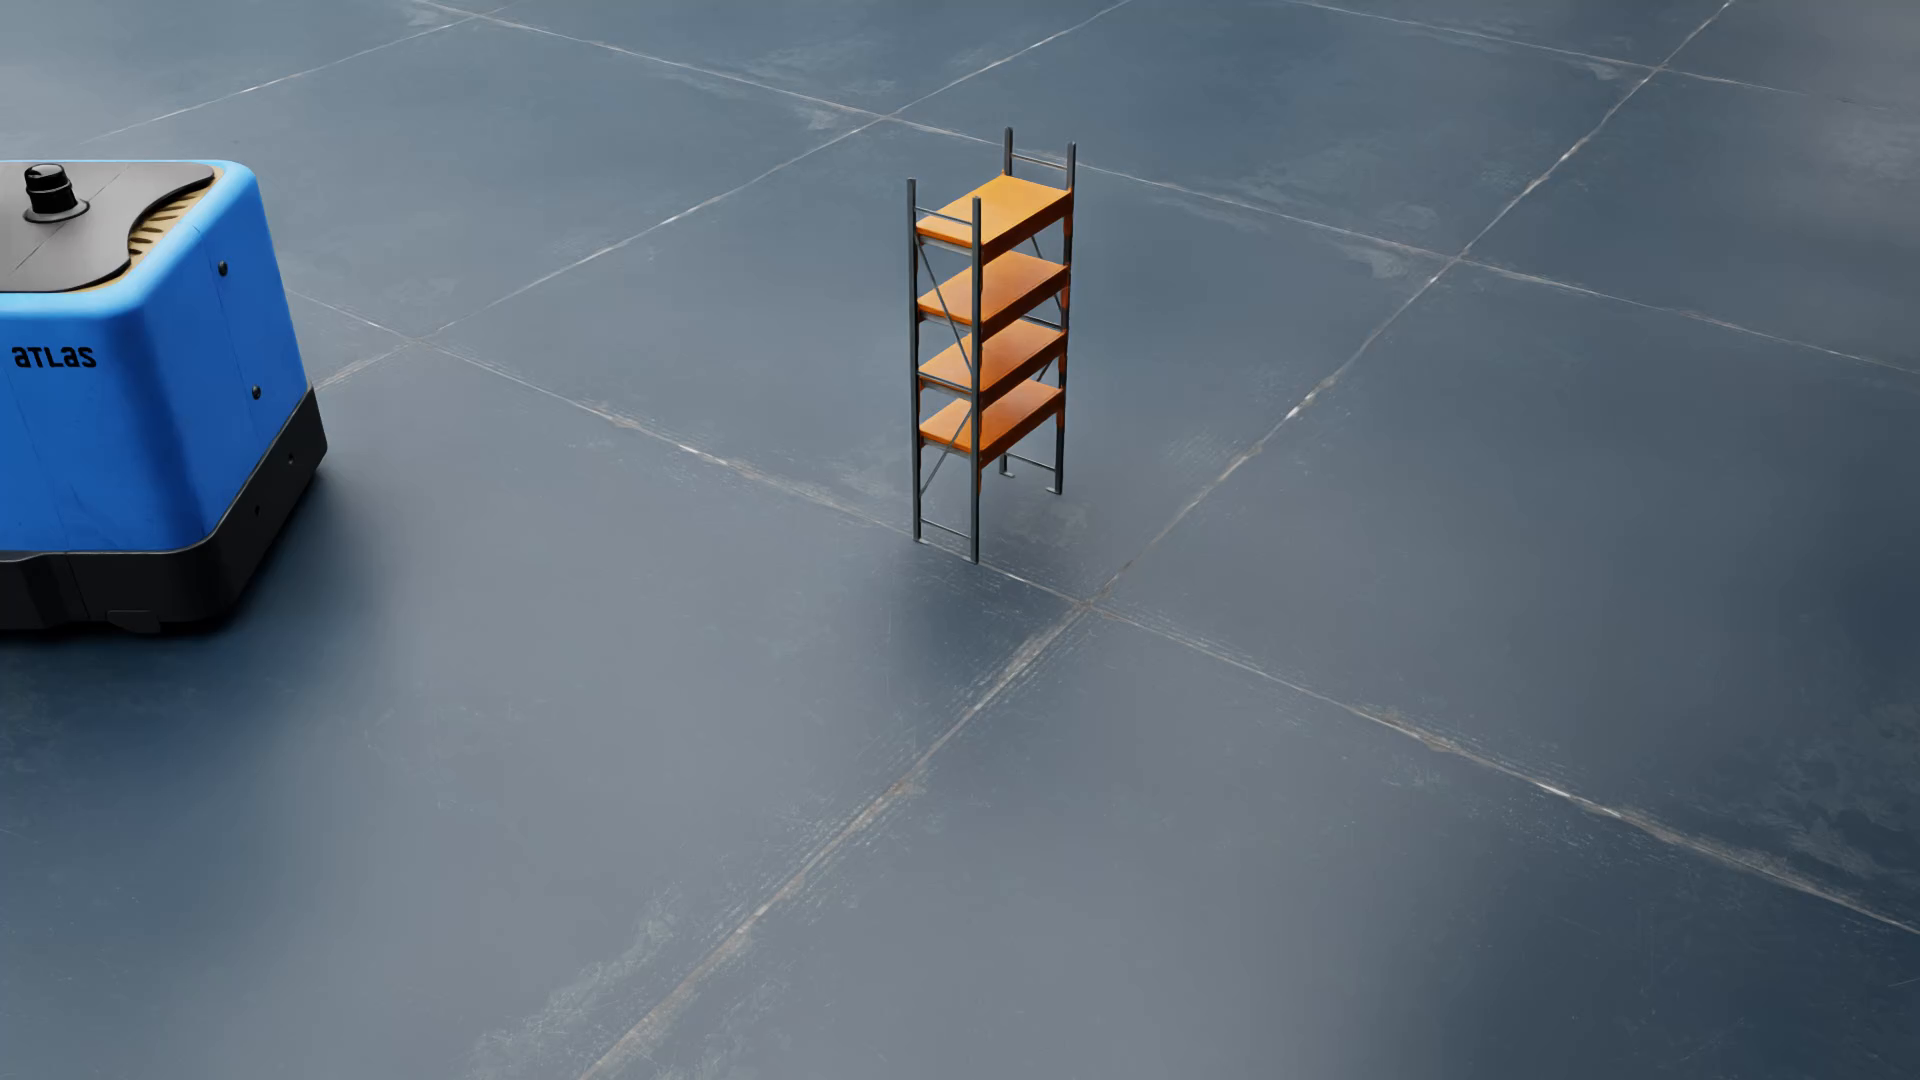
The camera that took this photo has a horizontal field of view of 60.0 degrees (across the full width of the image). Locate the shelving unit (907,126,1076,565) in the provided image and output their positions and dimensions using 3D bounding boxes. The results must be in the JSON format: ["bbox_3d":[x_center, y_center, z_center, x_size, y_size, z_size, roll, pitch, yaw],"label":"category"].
[{"bbox_3d":[0.094,-0.573,5.027,0.258,1.200,0.503,21,39,28],"label":"shelving unit"}]

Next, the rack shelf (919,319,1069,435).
[{"bbox_3d":[0.094,-0.517,5.064,0.258,0.148,0.480,21,39,28],"label":"rack shelf"}]

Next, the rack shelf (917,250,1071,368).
[{"bbox_3d":[0.094,-0.703,4.939,0.258,0.148,0.480,21,39,28],"label":"rack shelf"}]

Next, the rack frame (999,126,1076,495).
[{"bbox_3d":[0.233,-0.686,5.193,0.240,1.200,0.015,21,39,28],"label":"rack frame"}]

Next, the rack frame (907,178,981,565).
[{"bbox_3d":[-0.045,-0.461,4.860,0.240,1.200,0.015,21,39,28],"label":"rack frame"}]

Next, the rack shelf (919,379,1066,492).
[{"bbox_3d":[0.094,-0.353,5.175,0.258,0.148,0.480,21,39,28],"label":"rack shelf"}]

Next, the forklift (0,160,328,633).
[{"bbox_3d":[-3.631,-1.213,4.427,3.031,2.935,1.130,0,34,0],"label":"forklift"}]

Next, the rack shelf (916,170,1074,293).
[{"bbox_3d":[0.094,-0.899,4.806,0.258,0.148,0.480,21,39,28],"label":"rack shelf"}]
